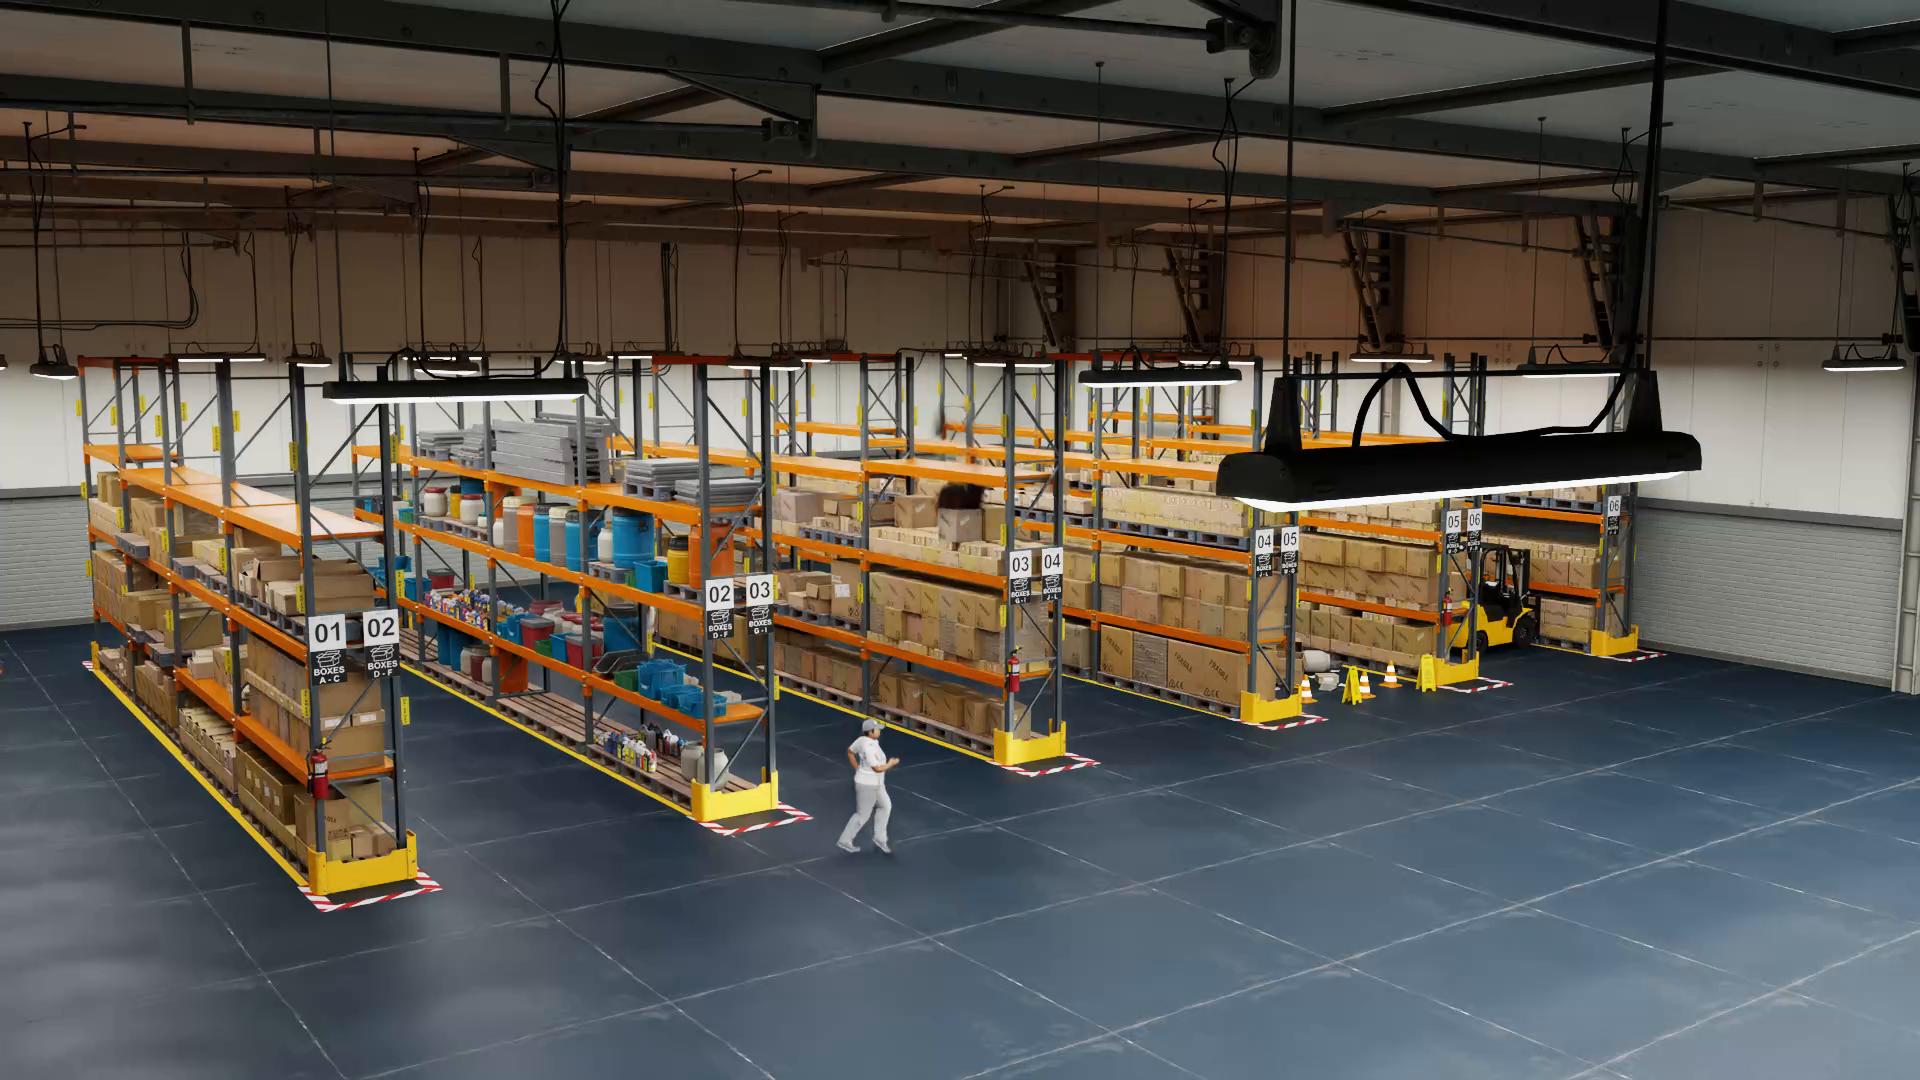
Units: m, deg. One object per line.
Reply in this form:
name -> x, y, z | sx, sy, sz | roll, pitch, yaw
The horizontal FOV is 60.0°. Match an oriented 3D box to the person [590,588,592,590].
person -> -8.577, 0.826, 38.982 | 0.827, 1.610, 0.567 | -4, 8, -28

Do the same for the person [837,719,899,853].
person -> -1.131, 3.055, 20.415 | 0.779, 1.754, 0.574 | -1, 7, -5

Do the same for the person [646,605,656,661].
person -> -5.852, 1.804, 30.546 | 0.675, 1.704, 0.762 | -5, 9, -36

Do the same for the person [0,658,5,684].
person -> -15.386, 2.322, 26.276 | 0.561, 1.668, 0.573 | -6, 9, -39
